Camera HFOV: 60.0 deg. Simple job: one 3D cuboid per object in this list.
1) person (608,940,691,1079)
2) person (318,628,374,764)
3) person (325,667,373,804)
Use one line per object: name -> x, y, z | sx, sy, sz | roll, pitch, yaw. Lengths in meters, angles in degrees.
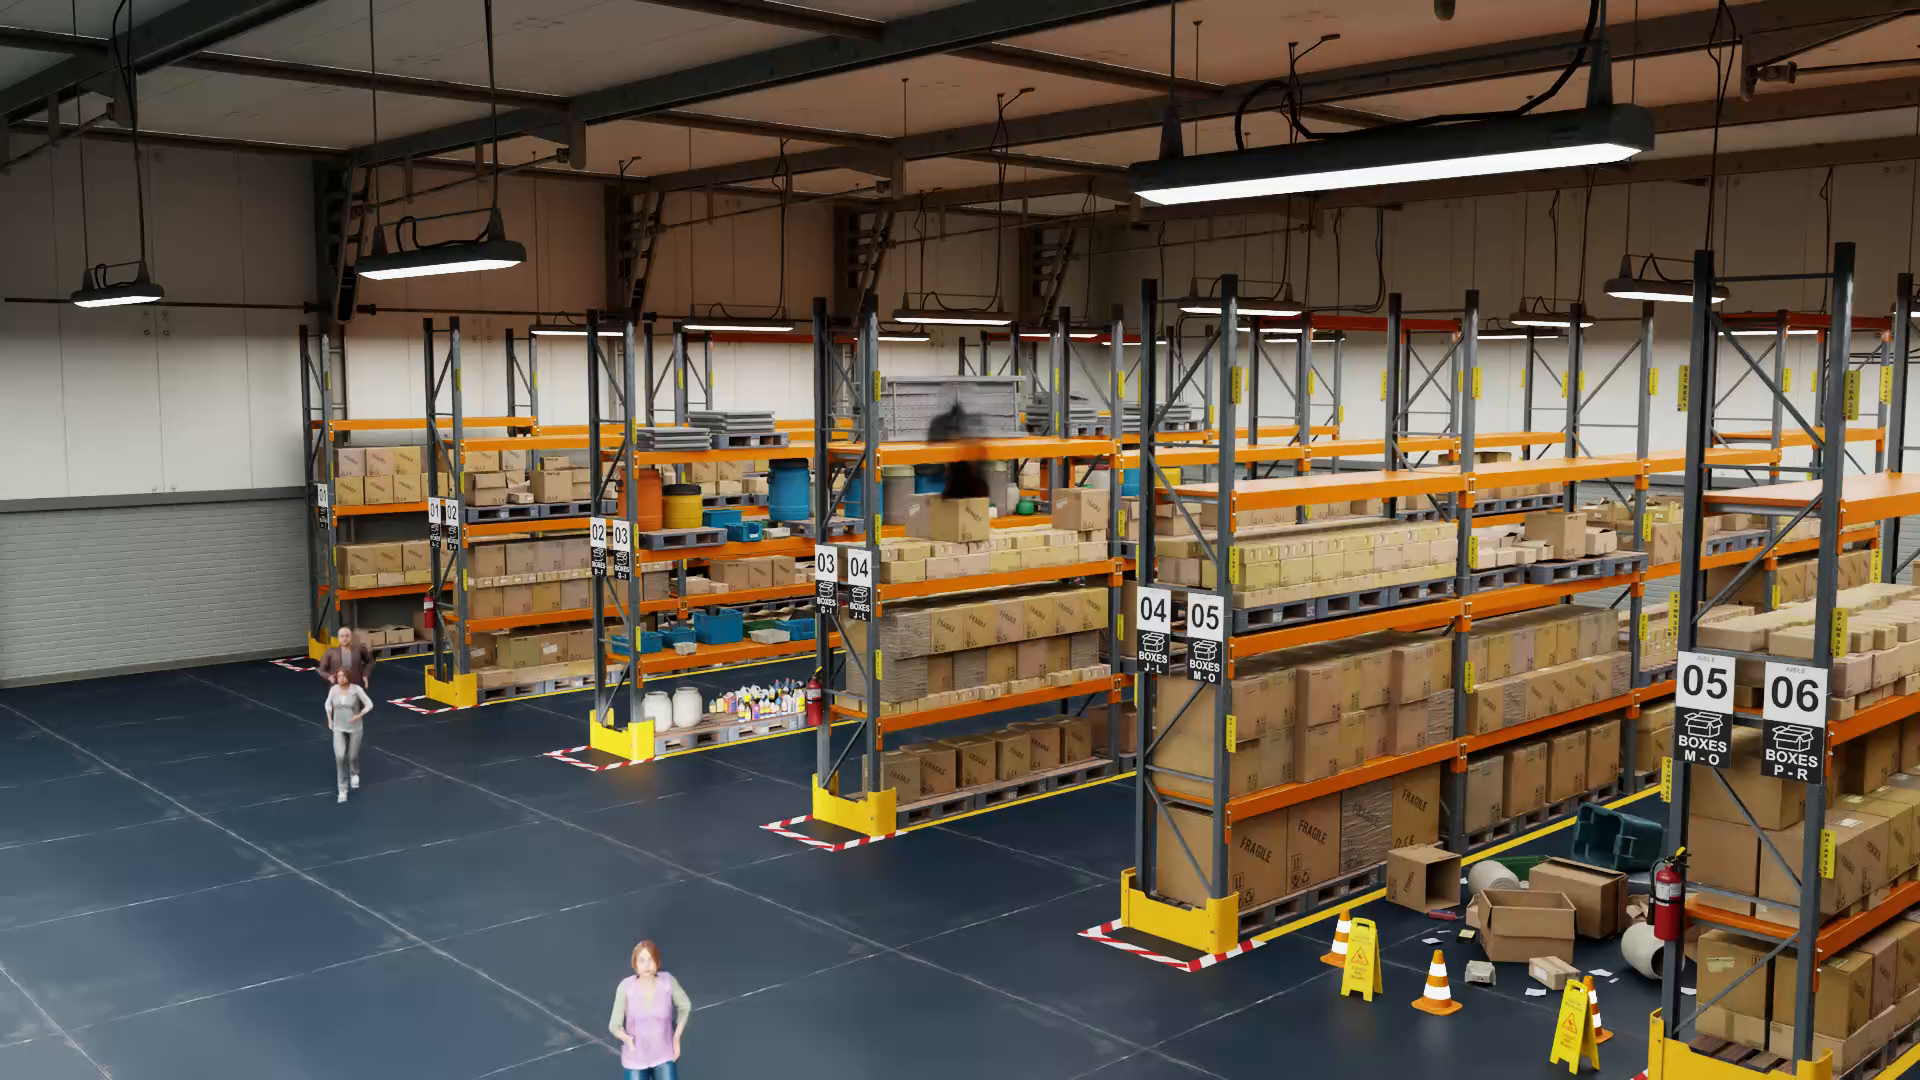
person -> -1.954, 3.324, 10.523 | 0.522, 1.546, 0.555 | -1, 6, -11
person -> -8.161, 2.041, 22.141 | 0.709, 1.762, 1.008 | -2, 6, -22
person -> -7.430, 2.348, 20.246 | 0.569, 1.618, 0.696 | -1, 6, -10
